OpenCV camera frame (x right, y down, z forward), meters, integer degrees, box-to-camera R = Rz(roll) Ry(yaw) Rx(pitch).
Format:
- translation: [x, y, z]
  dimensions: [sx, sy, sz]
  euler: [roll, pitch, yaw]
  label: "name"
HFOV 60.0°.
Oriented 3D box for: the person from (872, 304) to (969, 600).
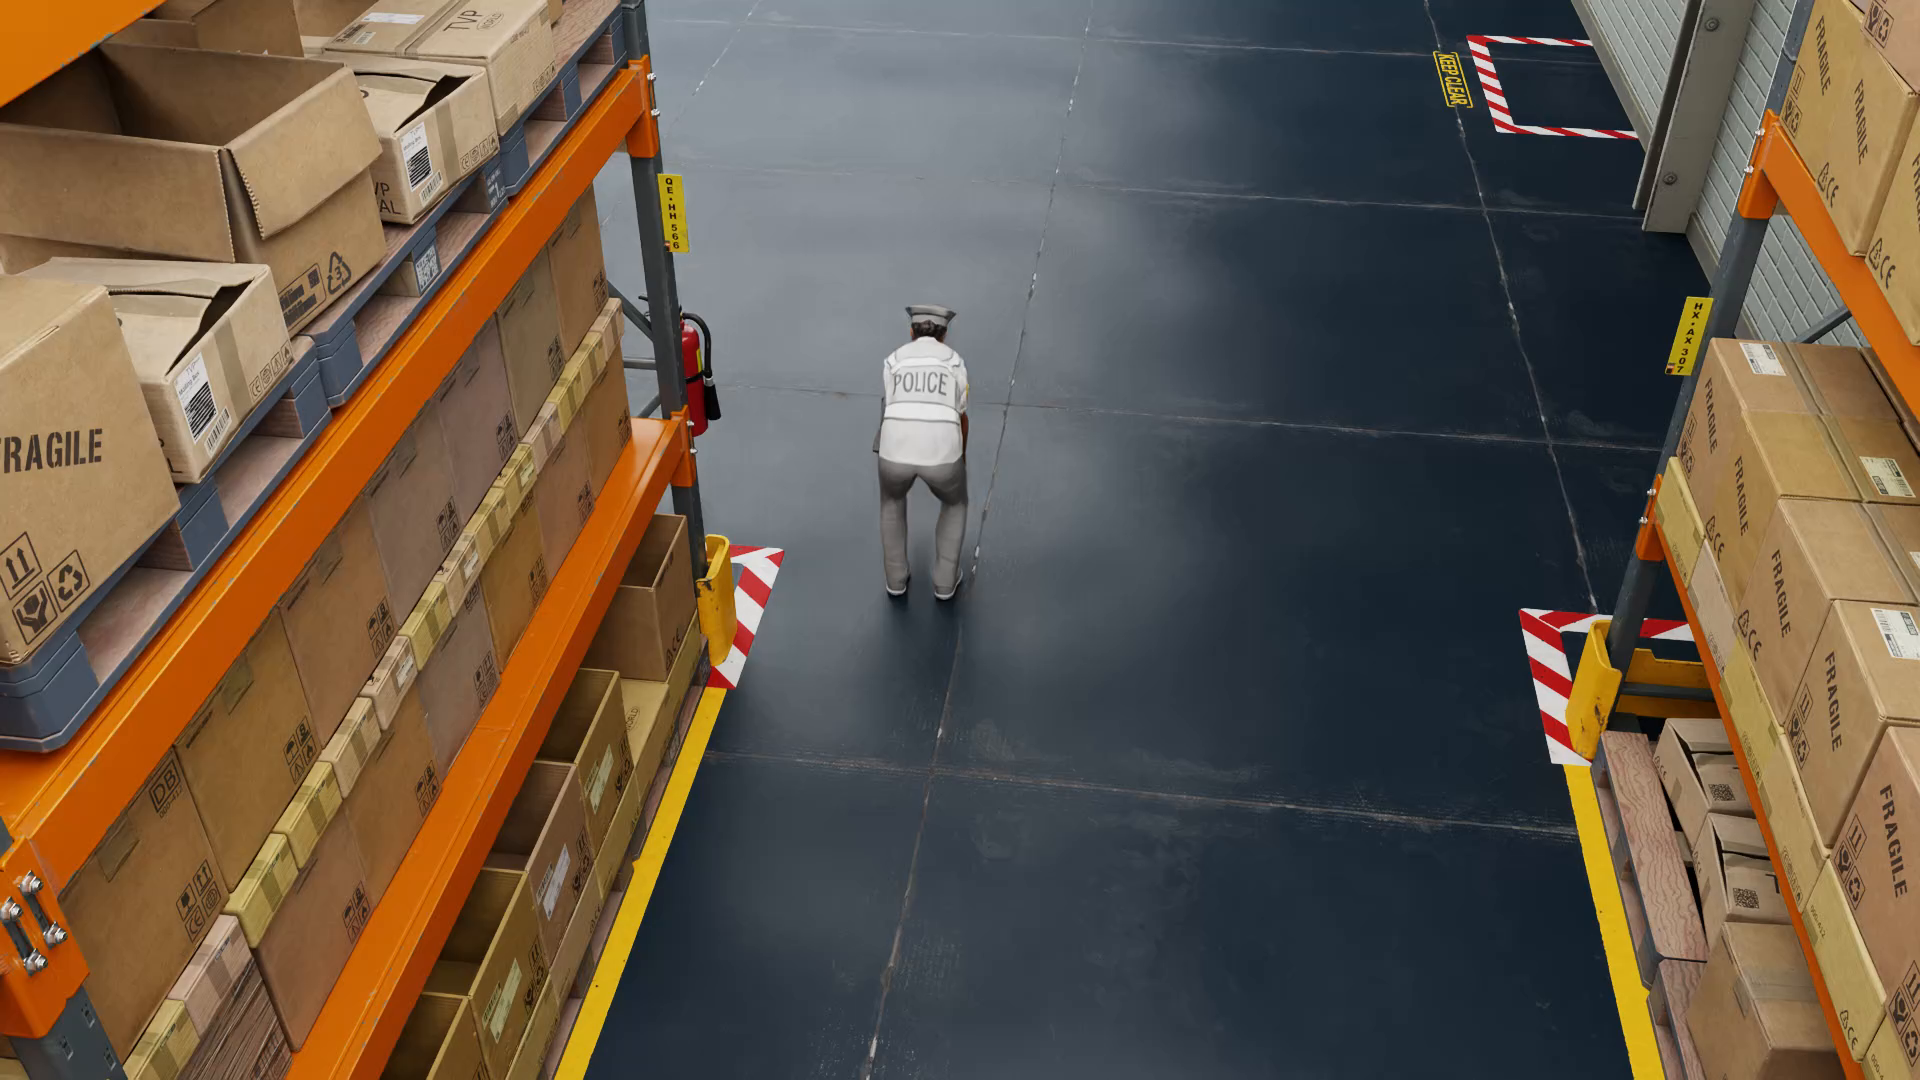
- translation: [-0.162, -0.425, 7.940]
  dimensions: [0.424, 1.285, 0.891]
  euler: [3, 36, 4]
  label: "person"
